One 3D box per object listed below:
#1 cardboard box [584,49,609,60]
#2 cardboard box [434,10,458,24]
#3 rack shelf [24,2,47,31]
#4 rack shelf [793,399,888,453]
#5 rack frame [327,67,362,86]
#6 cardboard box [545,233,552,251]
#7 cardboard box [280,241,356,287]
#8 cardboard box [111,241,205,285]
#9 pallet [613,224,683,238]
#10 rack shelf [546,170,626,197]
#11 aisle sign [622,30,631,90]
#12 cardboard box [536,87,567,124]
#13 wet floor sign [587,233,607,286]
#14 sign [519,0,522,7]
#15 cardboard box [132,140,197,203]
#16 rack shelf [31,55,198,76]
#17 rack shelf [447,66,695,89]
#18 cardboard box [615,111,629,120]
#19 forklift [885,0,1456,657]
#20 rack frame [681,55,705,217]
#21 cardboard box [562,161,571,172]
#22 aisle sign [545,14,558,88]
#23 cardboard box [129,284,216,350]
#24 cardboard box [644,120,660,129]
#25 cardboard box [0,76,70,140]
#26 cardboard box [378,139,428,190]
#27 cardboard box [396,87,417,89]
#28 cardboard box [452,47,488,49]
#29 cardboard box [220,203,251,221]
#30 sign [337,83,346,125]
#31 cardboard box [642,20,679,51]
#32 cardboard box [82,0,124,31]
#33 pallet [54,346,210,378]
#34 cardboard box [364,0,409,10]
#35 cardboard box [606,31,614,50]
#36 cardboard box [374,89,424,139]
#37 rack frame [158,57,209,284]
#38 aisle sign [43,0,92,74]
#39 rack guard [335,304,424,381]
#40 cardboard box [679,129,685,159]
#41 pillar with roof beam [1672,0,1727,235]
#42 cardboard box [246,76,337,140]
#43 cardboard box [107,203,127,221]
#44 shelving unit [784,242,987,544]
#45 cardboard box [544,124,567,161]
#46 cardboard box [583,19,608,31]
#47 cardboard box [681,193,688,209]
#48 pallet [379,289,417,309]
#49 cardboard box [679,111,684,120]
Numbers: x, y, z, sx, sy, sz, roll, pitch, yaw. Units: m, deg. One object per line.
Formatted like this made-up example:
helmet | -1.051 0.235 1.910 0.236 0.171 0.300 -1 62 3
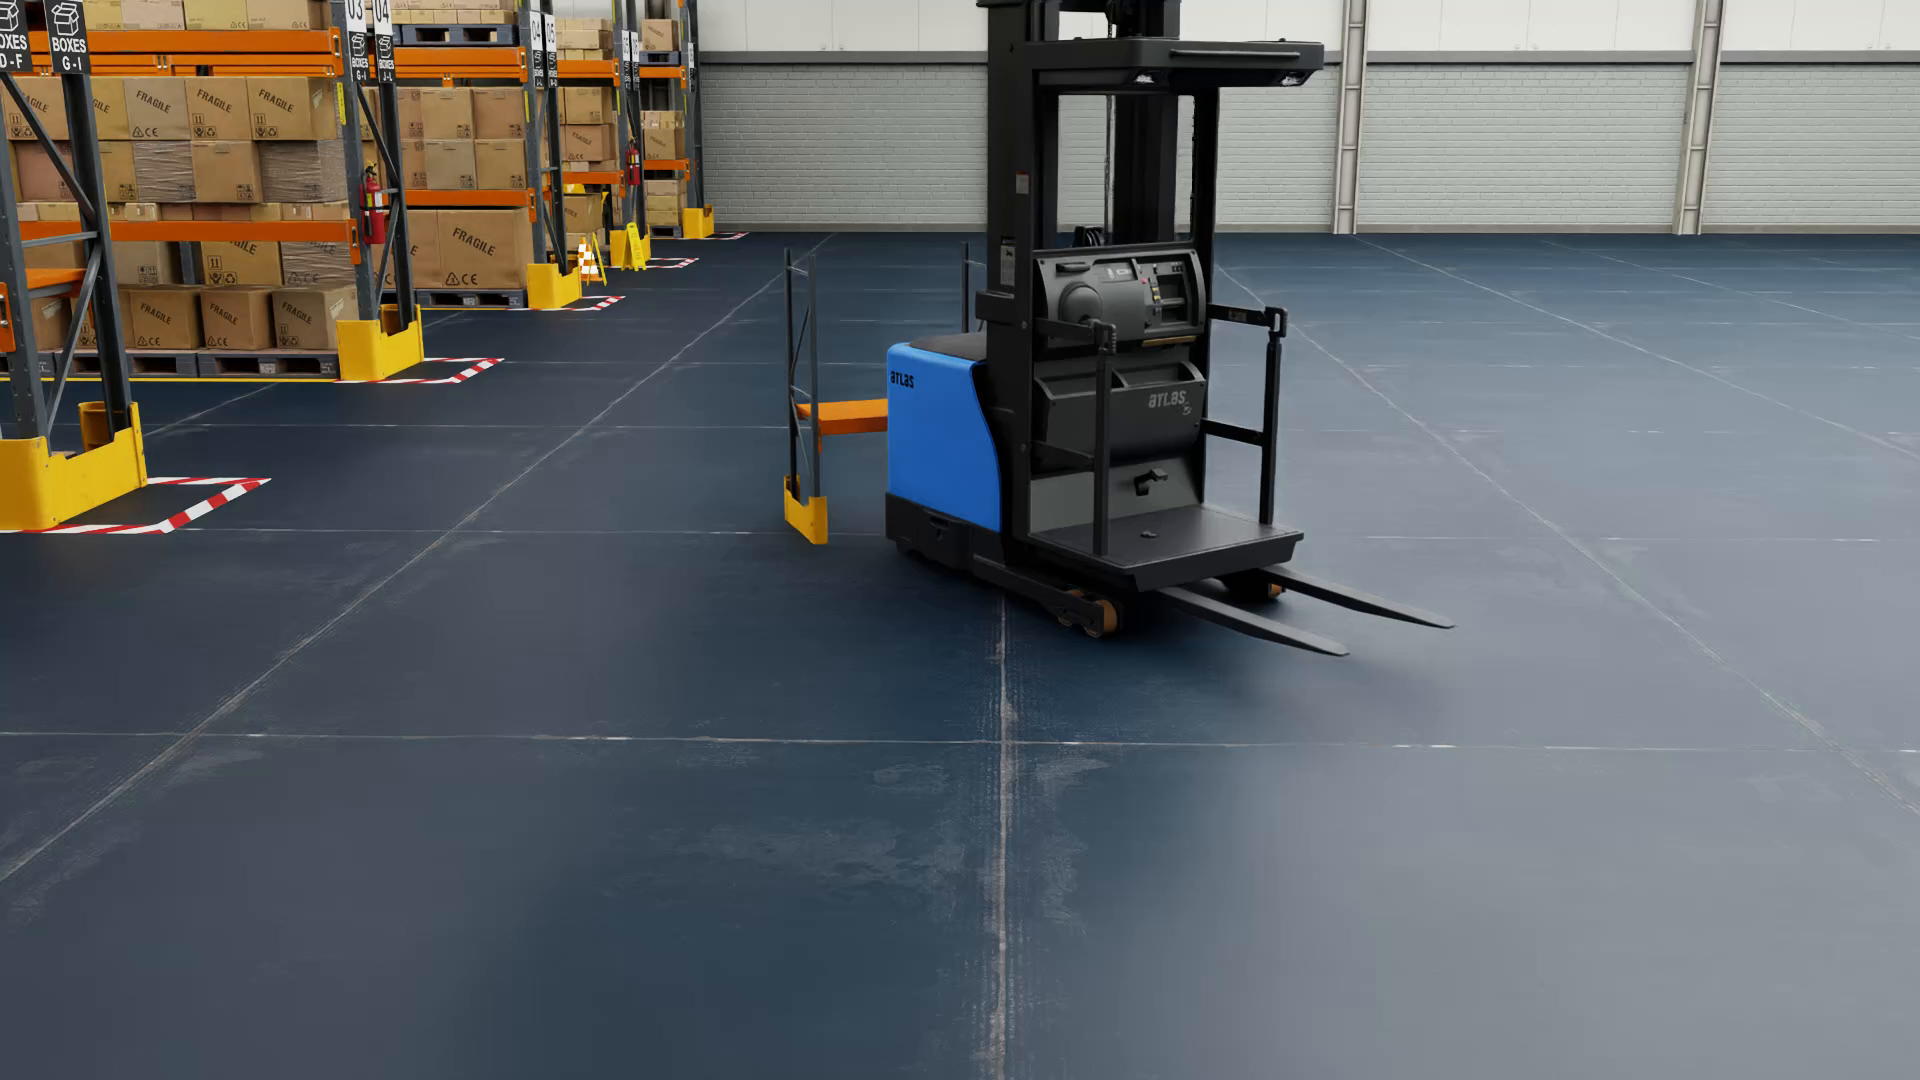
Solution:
cardboard box | -5.034 -6.714 23.020 0.250 0.149 0.380 0 15 2
cardboard box | -5.546 -5.690 18.121 0.250 0.149 0.380 1 15 2
rack shelf | -7.050 -2.779 9.024 4.000 0.370 1.077 0 15 1
rack shelf | -0.364 -0.648 9.061 1.000 0.185 0.538 -6 16 -20
rack frame | -8.669 -5.480 23.731 0.127 3.000 1.000 0 15 1
cardboard box | -6.003 -4.270 23.709 0.500 0.250 0.500 0 15 2
cardboard box | -7.166 -3.366 19.059 0.875 0.875 0.875 0 15 2
cardboard box | -9.318 -3.313 19.105 0.750 0.750 1.050 0 15 1
pallet | -5.313 -5.366 28.764 1.213 0.211 1.003 0 15 1
rack shelf | -6.670 -5.119 23.773 4.000 0.370 1.077 0 15 1
aisle sign | -4.616 -6.637 23.018 0.004 0.787 0.394 0 15 1
cardboard box | -5.693 -6.082 23.275 0.500 0.500 0.700 1 15 2
wet floor sign | -4.616 -3.557 21.058 0.232 0.644 0.267 -2 15 -8
sign | -4.724 -5.893 17.835 0.005 0.325 0.100 0 15 1
cardboard box | -6.474 -3.116 13.993 0.500 0.500 0.875 0 15 1
rack shelf | -10.694 -5.333 18.702 4.000 0.370 1.077 0 15 1
rack shelf | -6.547 -7.835 28.188 4.000 0.370 1.077 0 15 1
cardboard box | -5.668 -7.183 28.136 0.250 0.149 0.380 0 15 2
forklift | 0.861 -1.131 7.381 1.130 2.935 3.031 -10 18 -33
rack frame | -4.548 -6.720 28.430 0.127 3.000 1.000 0 15 1
cardboard box | -5.562 -5.261 23.392 0.250 0.149 0.380 0 15 0
aisle sign | -4.617 -5.524 18.801 0.004 0.787 0.394 0 15 1
cardboard box | -6.771 -1.933 14.365 0.500 0.500 0.500 2 15 7
cardboard box | -5.158 -7.007 28.050 0.250 0.149 0.380 1 15 2
cardboard box | -7.479 -3.554 13.693 0.500 0.500 0.500 0 15 1
cardboard box | -6.175 -4.288 18.919 0.550 0.550 0.875 0 15 1
cardboard box | -7.725 -6.089 23.298 0.500 0.500 0.700 0 15 2
cardboard box | -6.715 -6.919 23.015 0.500 0.250 0.500 1 15 2
cardboard box | -5.965 -2.750 13.877 0.250 0.149 0.380 0 15 1
sign | -4.958 -3.498 13.329 0.005 0.325 0.100 0 15 1
cardboard box | -4.996 -8.411 27.744 0.500 0.500 0.500 1 15 3
cardboard box | -6.926 -4.253 13.494 0.500 0.250 0.500 0 15 0
pallet | -7.027 -1.602 14.498 1.213 0.211 1.003 0 15 1
cardboard box | -6.194 -5.903 18.145 0.500 0.250 0.500 0 15 1
cardboard box | -5.166 -7.047 23.500 0.500 0.250 0.500 0 15 0
cardboard box | -6.174 -4.816 18.804 0.550 0.550 0.875 0 15 1
rack frame | -8.695 -4.217 18.944 0.127 3.000 1.000 0 15 1
aisle sign | -4.971 -2.995 9.215 0.004 0.787 0.394 0 15 1
rack guard | -5.000 -1.719 14.374 0.348 0.500 1.175 0 15 1
cardboard box | -5.036 -6.842 28.698 0.500 0.500 0.500 1 15 3
pillar with roof beam | 12.664 -8.640 23.947 0.400 9.000 9.100 0 15 1
cardboard box | -5.480 -3.543 13.649 0.500 0.500 0.500 0 15 1
cardboard box | -6.964 -2.757 13.901 0.250 0.149 0.380 0 15 1
shelving unit | -0.372 -0.821 9.012 1.083 1.500 0.587 -6 16 -20
cardboard box | -5.721 -5.584 23.345 0.500 0.500 0.500 0 15 2
cardboard box | -5.016 -7.095 22.903 0.250 0.149 0.380 1 15 2
cardboard box | -5.012 -5.891 28.876 0.500 0.250 0.500 1 15 2
pallet | -6.714 -2.836 19.177 1.213 0.211 1.003 0 15 1
cardboard box | -4.878 -7.282 28.511 0.250 0.149 0.380 0 15 0
